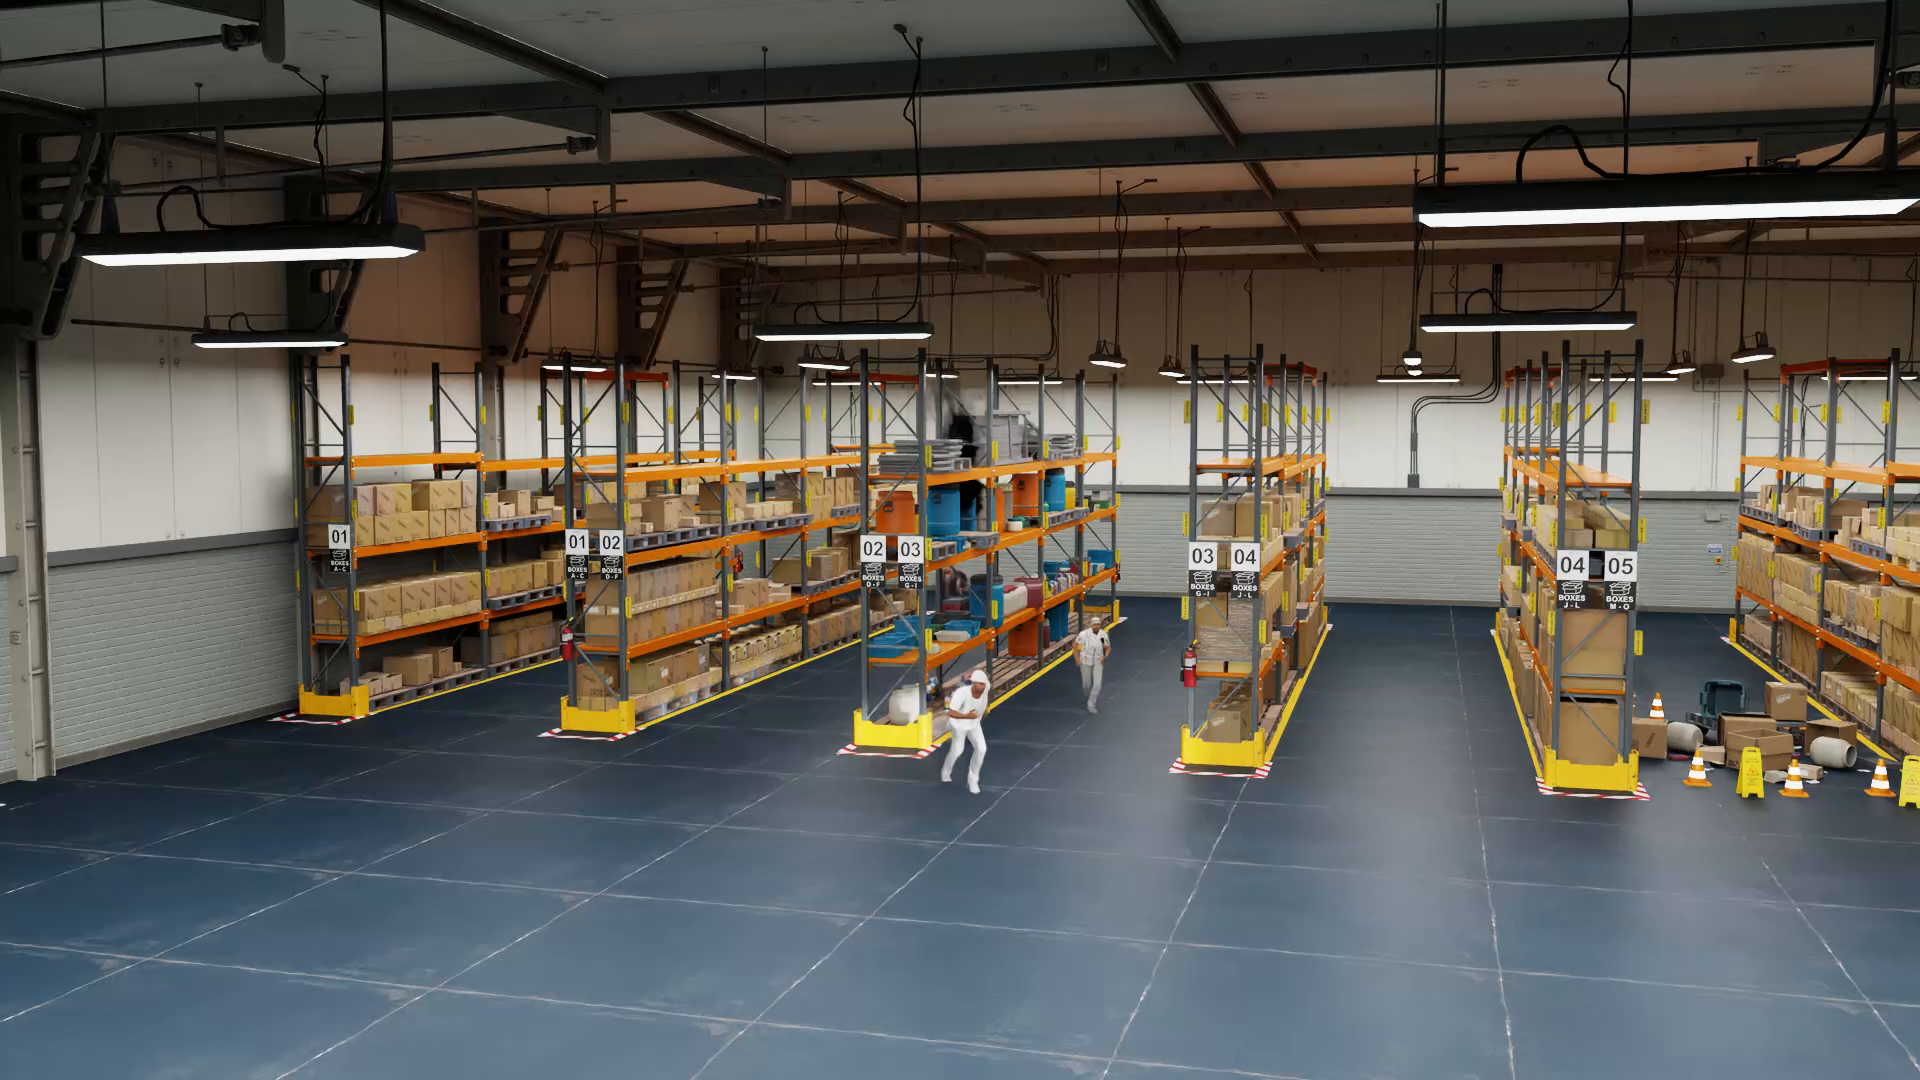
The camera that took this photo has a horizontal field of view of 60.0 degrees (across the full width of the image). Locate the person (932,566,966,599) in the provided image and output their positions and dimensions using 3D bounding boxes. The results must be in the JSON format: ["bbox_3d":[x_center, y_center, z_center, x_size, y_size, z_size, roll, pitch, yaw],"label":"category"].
[{"bbox_3d":[-0.247,1.323,37.380,0.689,1.728,0.973,1,4,15],"label":"person"}]

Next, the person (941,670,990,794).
[{"bbox_3d":[0.084,2.540,22.195,0.745,1.701,1.004,-3,5,-34],"label":"person"}]

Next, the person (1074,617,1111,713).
[{"bbox_3d":[2.244,2.104,28.248,0.636,1.632,0.670,0,4,-3],"label":"person"}]
